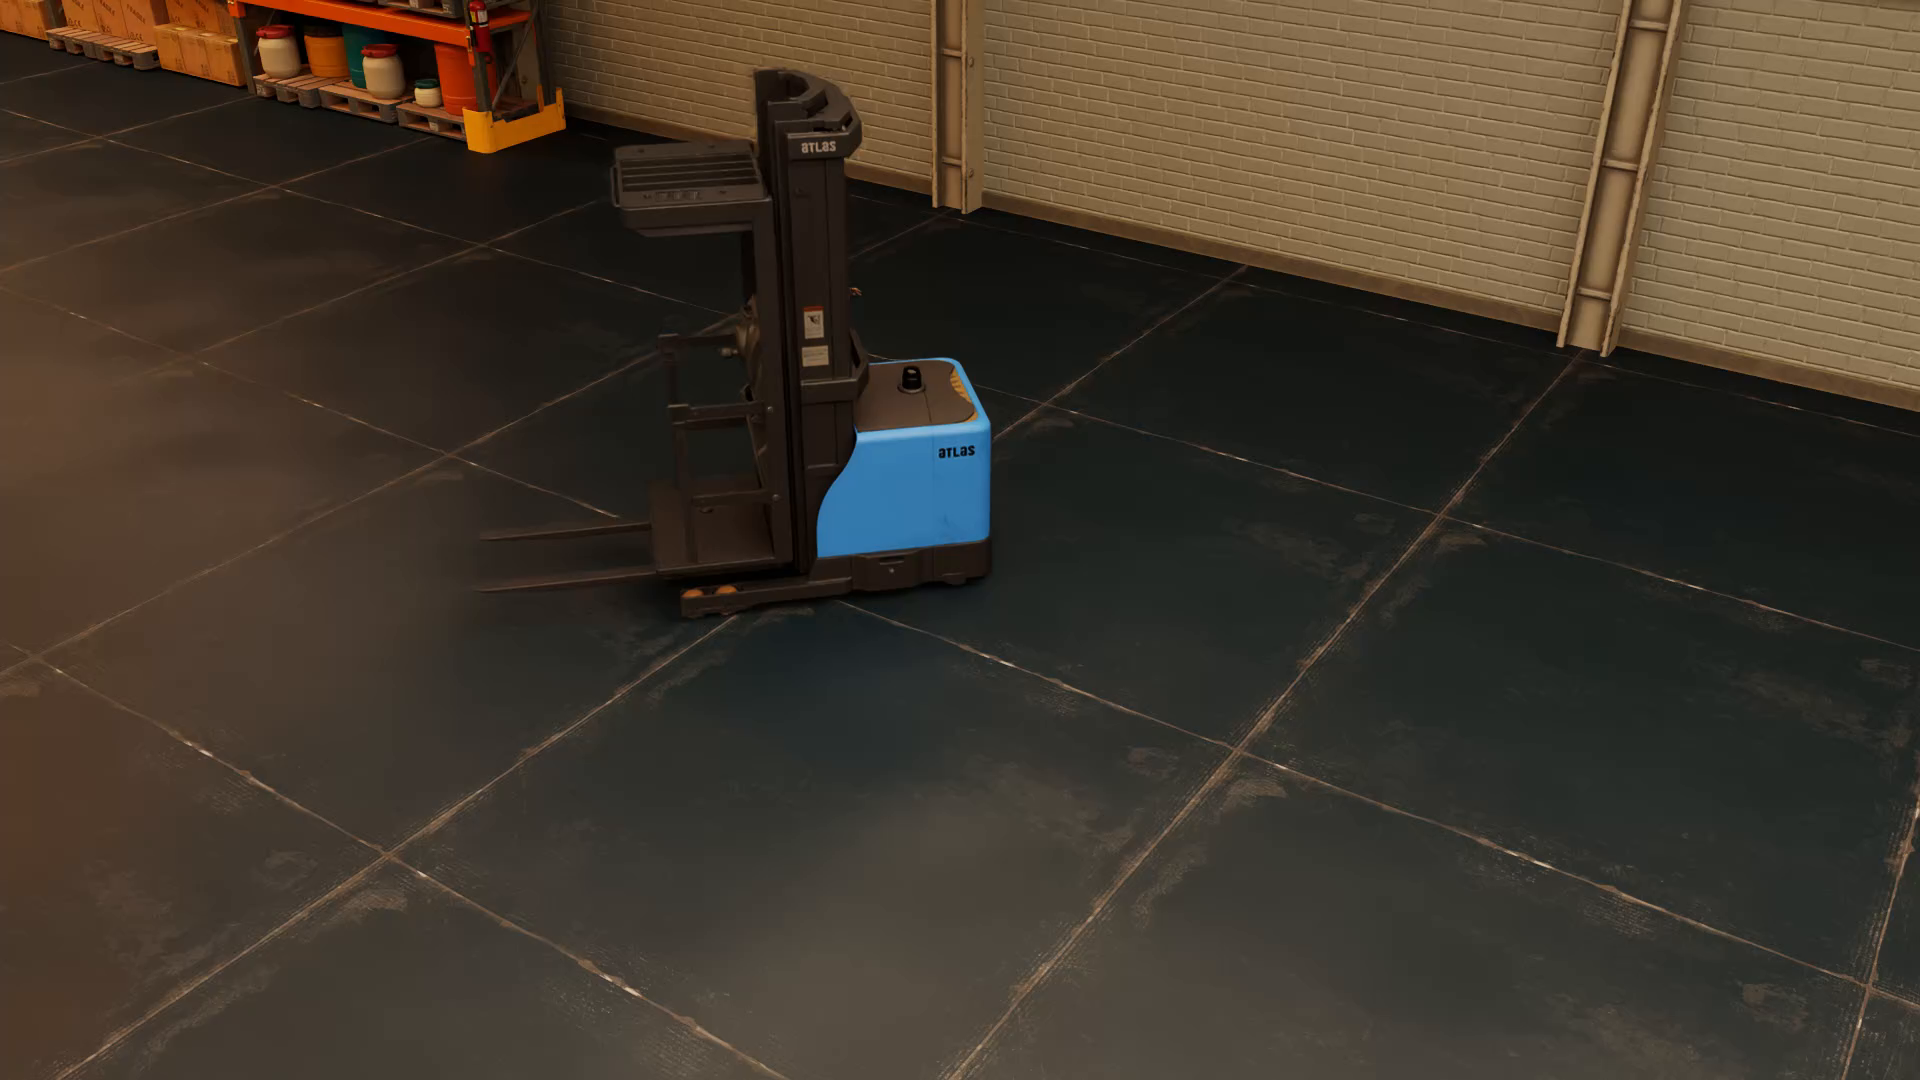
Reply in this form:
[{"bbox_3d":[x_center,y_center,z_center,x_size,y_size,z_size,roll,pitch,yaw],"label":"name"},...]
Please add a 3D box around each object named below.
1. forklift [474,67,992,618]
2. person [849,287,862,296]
[{"bbox_3d":[-1.378,-1.099,9.475,3.031,2.935,1.130,-6,31,-10],"label":"forklift"},{"bbox_3d":[-0.858,-1.490,11.580,0.704,1.529,0.779,17,34,27],"label":"person"}]
